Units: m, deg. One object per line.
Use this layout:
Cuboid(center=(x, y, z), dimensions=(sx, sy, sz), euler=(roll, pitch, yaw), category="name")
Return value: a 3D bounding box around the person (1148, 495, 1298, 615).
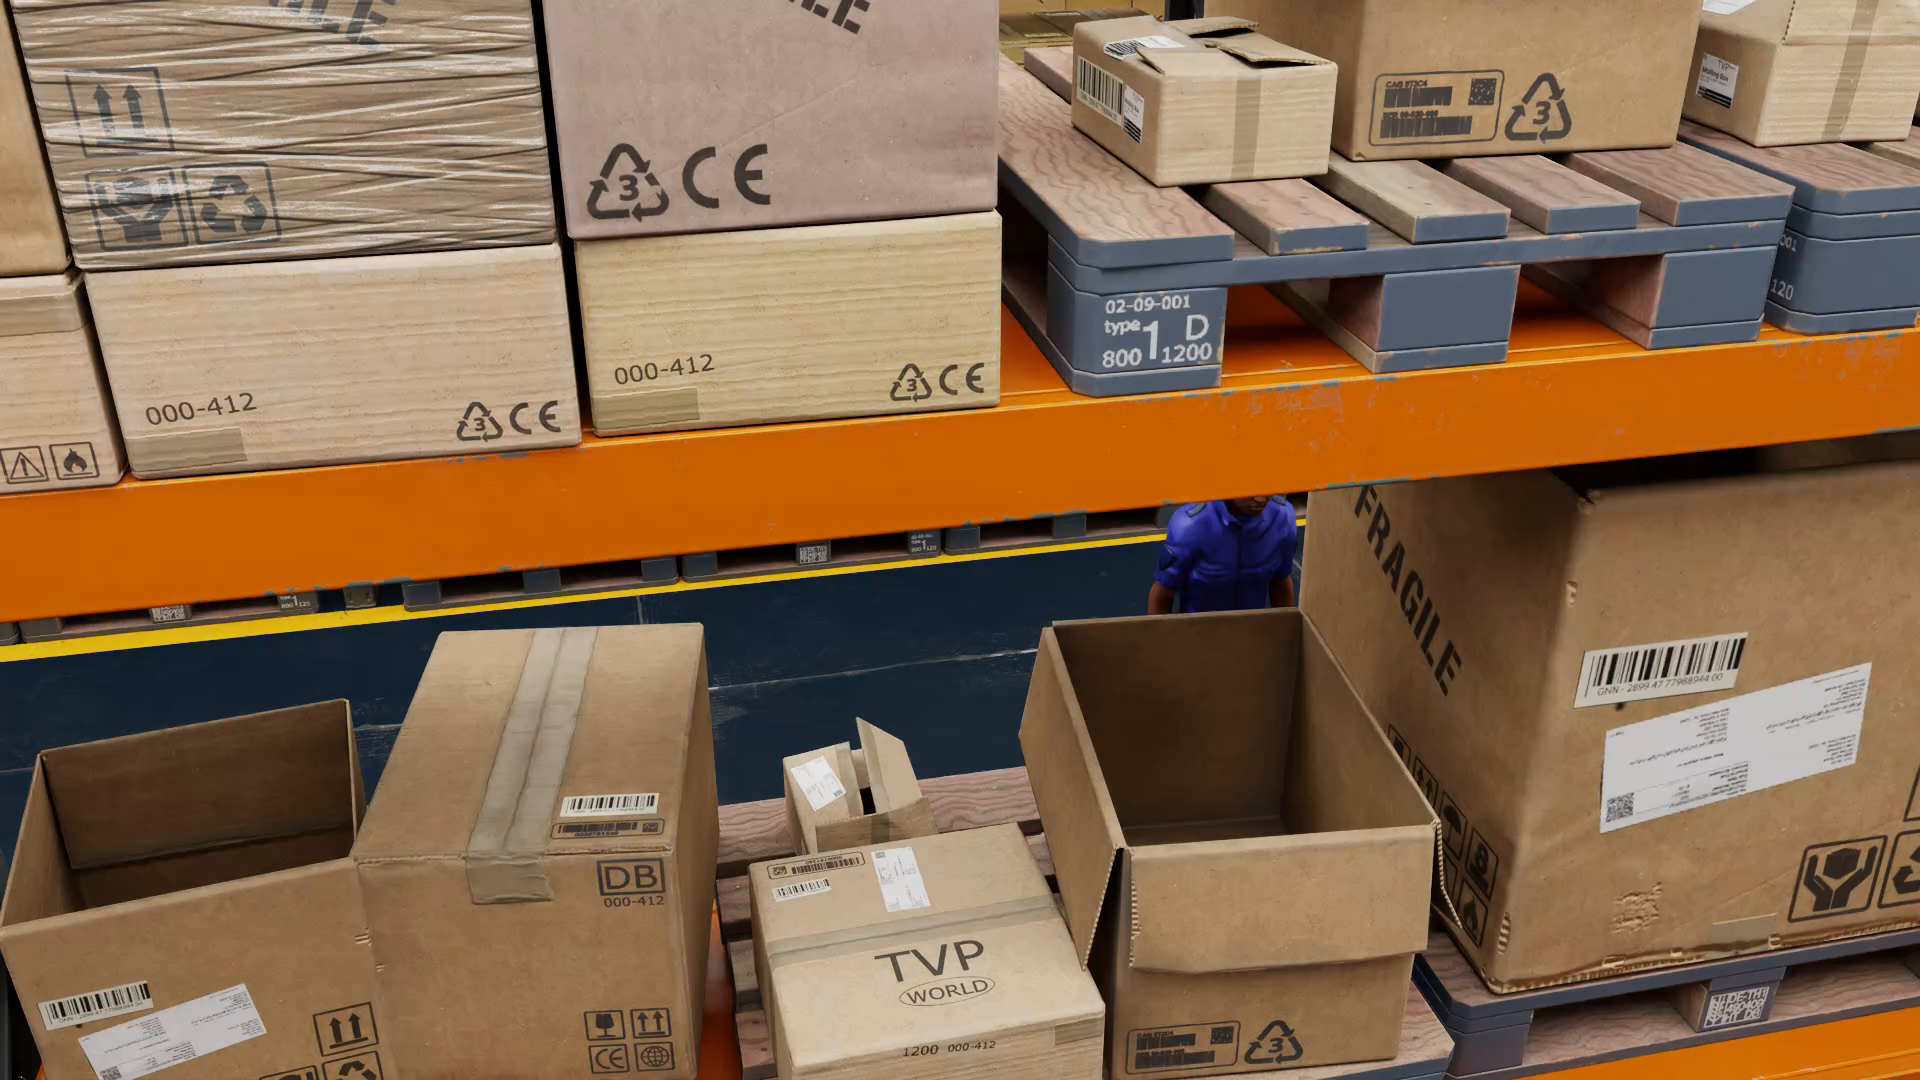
Cuboid(center=(0.832, 0.390, 5.354), dimensions=(0.512, 1.654, 0.352), euler=(-6, 28, -12), category="person")
